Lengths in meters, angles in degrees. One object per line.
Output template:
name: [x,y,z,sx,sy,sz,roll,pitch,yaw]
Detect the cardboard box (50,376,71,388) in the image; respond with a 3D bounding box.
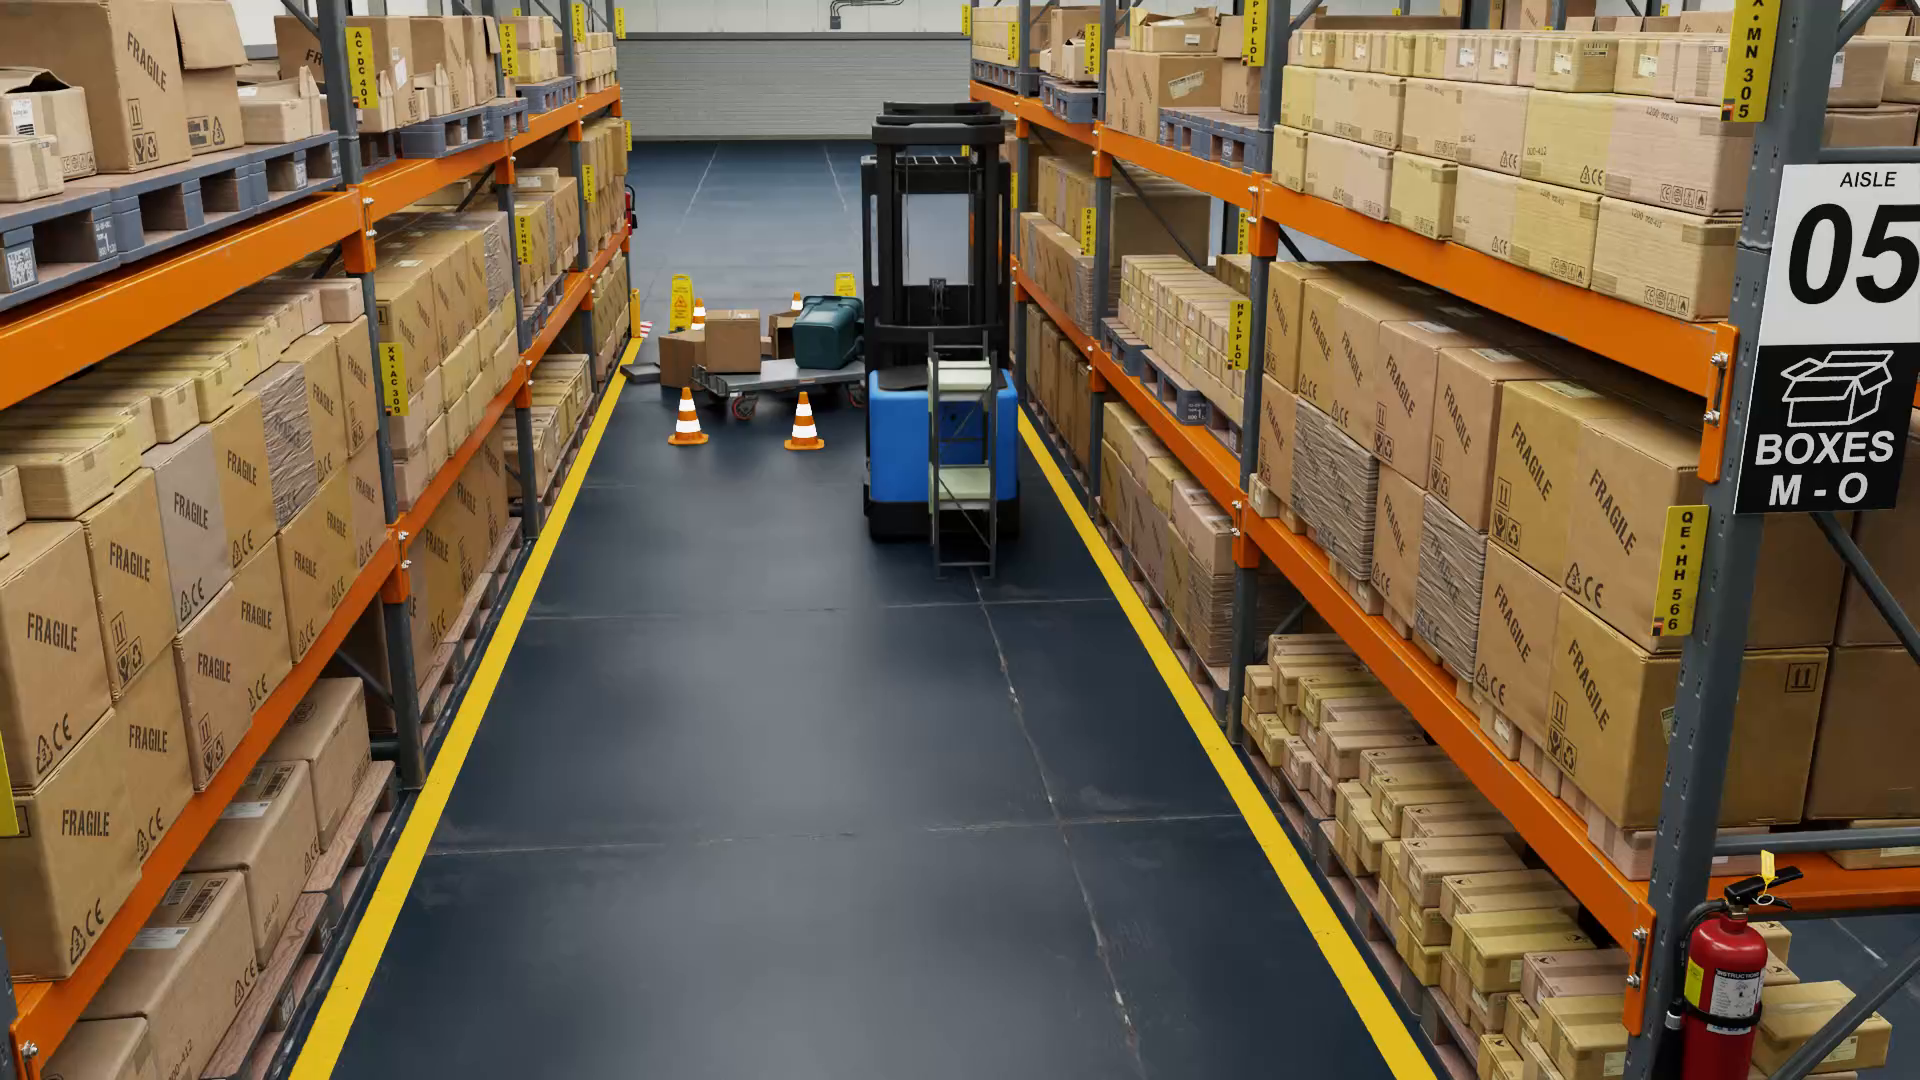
cardboard box: [-3.141,-0.519,5.404,0.380,0.149,0.250,-2,18,-5]

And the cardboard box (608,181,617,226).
cardboard box: [-3.866,-3.555,17.328,0.500,0.500,0.500,-2,18,-6]

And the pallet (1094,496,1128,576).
pallet: [1.526,-0.053,11.493,1.003,0.211,1.213,-2,18,-6]

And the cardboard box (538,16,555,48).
cardboard box: [-3.692,-4.255,13.928,0.500,0.250,0.500,-1,17,-4]

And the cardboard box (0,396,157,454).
cardboard box: [-2.538,-0.310,4.736,0.380,0.149,0.250,-2,18,-5]

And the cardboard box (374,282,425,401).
cardboard box: [-2.813,-0.906,7.719,0.500,0.500,0.500,-2,17,-5]

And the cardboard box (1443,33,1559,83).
cardboard box: [1.809,-1.570,5.413,0.380,0.149,0.250,-2,18,-7]

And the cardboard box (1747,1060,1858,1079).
cardboard box: [2.473,1.621,5.067,0.380,0.149,0.250,-1,17,-3]

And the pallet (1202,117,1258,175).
pallet: [1.902,-1.953,8.196,1.213,0.211,1.003,-2,18,-6]

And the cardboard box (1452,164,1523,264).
cardboard box: [1.864,-1.020,5.159,0.500,0.250,0.500,-1,17,-3]

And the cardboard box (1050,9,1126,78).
cardboard box: [0.989,-3.852,12.897,0.500,0.500,0.500,-2,18,-6]

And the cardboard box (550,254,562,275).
cardboard box: [-3.460,-2.256,13.574,0.380,0.149,0.250,-2,18,-6]

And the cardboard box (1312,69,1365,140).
cardboard box: [1.717,-1.723,6.566,0.500,0.250,0.500,-2,18,-6]

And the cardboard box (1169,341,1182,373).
cardboard box: [1.457,-1.085,9.842,0.380,0.149,0.250,-2,18,-7]

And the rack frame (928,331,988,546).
rack frame: [-0.011,-0.680,11.339,0.400,1.500,0.023,-1,17,-3]

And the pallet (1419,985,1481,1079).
pallet: [2.216,1.832,5.489,1.003,0.211,1.213,-2,18,-6]

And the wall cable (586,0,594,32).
wall cable: [-12.136,-14.664,48.547,3.097,2.526,0.112,-2,18,-6]

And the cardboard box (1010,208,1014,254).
cardboard box: [0.905,-3.152,16.459,0.875,0.550,0.550,-2,18,-6]

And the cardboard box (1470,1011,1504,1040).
cardboard box: [1.941,1.622,5.562,0.380,0.149,0.250,-2,18,-6]

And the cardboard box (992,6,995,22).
cardboard box: [0.523,-5.299,16.761,0.380,0.149,0.250,-2,17,-5]

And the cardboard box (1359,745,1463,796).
cardboard box: [1.838,0.952,6.701,0.380,0.149,0.250,-3,18,-8]

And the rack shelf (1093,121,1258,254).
rack shelf: [1.653,-2.108,9.578,1.077,0.370,4.000,-2,18,-6]

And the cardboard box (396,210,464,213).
cardboard box: [-3.854,-2.104,12.005,0.500,0.500,0.500,-2,18,-7]

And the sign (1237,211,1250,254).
sign: [1.986,-2.150,11.718,0.100,0.325,0.005,-2,18,-6]

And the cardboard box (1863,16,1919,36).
cardboard box: [6.525,-3.241,11.110,0.797,0.503,0.637,-1,17,-2]

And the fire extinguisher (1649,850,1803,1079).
fire extinguisher: [1.839,1.071,4.008,0.296,0.674,0.183,-2,18,-6]

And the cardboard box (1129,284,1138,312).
cardboard box: [1.327,-1.608,11.012,0.380,0.149,0.250,-1,17,-3]

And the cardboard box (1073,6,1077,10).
cardboard box: [1.282,-5.018,15.865,0.380,0.149,0.250,-2,18,-6]

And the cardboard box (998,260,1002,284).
cardboard box: [0.850,-2.724,18.193,0.875,0.875,0.875,-2,18,-7]

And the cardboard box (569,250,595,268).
cardboard box: [-3.592,-2.609,15.398,0.380,0.149,0.250,-2,18,-6]

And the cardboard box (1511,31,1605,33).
cardboard box: [2.279,-1.818,6.201,0.380,0.149,0.250,-2,18,-8]

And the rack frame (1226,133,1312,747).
rack frame: [1.859,-0.424,8.021,1.000,3.000,0.127,-2,18,-6]

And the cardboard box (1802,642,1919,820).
cardboard box: [2.501,0.435,4.619,0.500,0.500,0.500,-1,17,-3]

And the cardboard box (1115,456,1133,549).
cardboard box: [1.321,-0.256,10.955,0.500,0.500,0.500,-2,17,-5]

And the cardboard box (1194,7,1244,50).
cardboard box: [1.747,-3.348,10.880,0.396,0.266,0.258,-2,18,-6]

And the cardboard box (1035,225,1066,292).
cardboard box: [0.923,-2.391,14.119,0.500,0.500,0.500,-2,18,-6]

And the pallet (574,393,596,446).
pallet: [-3.797,-1.063,14.709,1.003,0.211,1.213,-2,18,-6]

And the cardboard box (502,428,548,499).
cardboard box: [-3.515,-0.548,12.102,0.950,0.372,0.625,-3,18,-9]

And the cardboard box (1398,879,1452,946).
cardboard box: [1.812,1.328,6.001,0.380,0.149,0.250,-2,17,-5]

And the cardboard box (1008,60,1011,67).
cardboard box: [0.653,-4.541,15.677,0.380,0.149,0.250,-1,17,-5]

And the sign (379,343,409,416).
sign: [-2.502,-0.710,7.353,0.100,0.325,0.005,-2,18,-6]

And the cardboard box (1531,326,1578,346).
cardboard box: [2.344,-0.499,5.925,0.500,0.500,0.500,-2,18,-7]

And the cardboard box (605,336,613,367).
cardboard box: [-3.737,-1.856,16.471,0.500,0.250,0.500,-1,17,-3]

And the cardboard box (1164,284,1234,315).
cardboard box: [1.439,-1.445,9.998,0.380,0.149,0.250,-1,17,-4]

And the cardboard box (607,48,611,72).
cardboard box: [-3.933,-5.024,17.417,0.500,0.250,0.500,-2,18,-6]

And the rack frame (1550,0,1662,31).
rack frame: [5.978,-5.793,15.107,1.000,3.000,0.127,-2,18,-6]

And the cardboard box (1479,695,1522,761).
cardboard box: [1.879,0.574,5.260,0.380,0.149,0.250,-1,17,-4]

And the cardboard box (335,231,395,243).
cardboard box: [-3.560,-1.501,9.615,0.500,0.500,0.500,-1,17,-4]

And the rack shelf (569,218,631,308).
rack shelf: [-4.085,-2.877,17.036,1.077,0.370,4.000,-2,18,-6]

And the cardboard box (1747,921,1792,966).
cardboard box: [2.509,1.319,5.532,0.380,0.149,0.250,-2,18,-6]

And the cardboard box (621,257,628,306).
cardboard box: [-3.949,-2.832,18.328,0.500,0.500,0.500,-2,18,-5]

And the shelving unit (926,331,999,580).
shelving unit: [0.009,-0.570,10.990,0.431,1.500,0.755,-1,17,-3]

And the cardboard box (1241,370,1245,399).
cardboard box: [1.622,-0.759,8.309,0.380,0.149,0.250,-1,17,-4]

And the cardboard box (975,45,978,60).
cardboard box: [0.365,-5.371,18.321,0.380,0.149,0.250,-2,18,-5]

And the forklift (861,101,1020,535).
forklift: [-0.188,-1.821,12.584,1.130,2.935,3.031,-1,17,-3]

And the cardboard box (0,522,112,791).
cardboard box: [-2.407,0.274,3.961,0.500,0.500,0.500,-2,18,-7]

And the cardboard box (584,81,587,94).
cardboard box: [-3.777,-4.343,15.913,0.380,0.149,0.250,-2,18,-7]

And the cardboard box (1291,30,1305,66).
cardboard box: [1.649,-2.119,7.160,0.380,0.149,0.250,-2,18,-7]

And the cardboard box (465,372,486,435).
cardboard box: [-2.971,-0.766,9.358,0.500,0.250,0.500,-2,18,-7]
